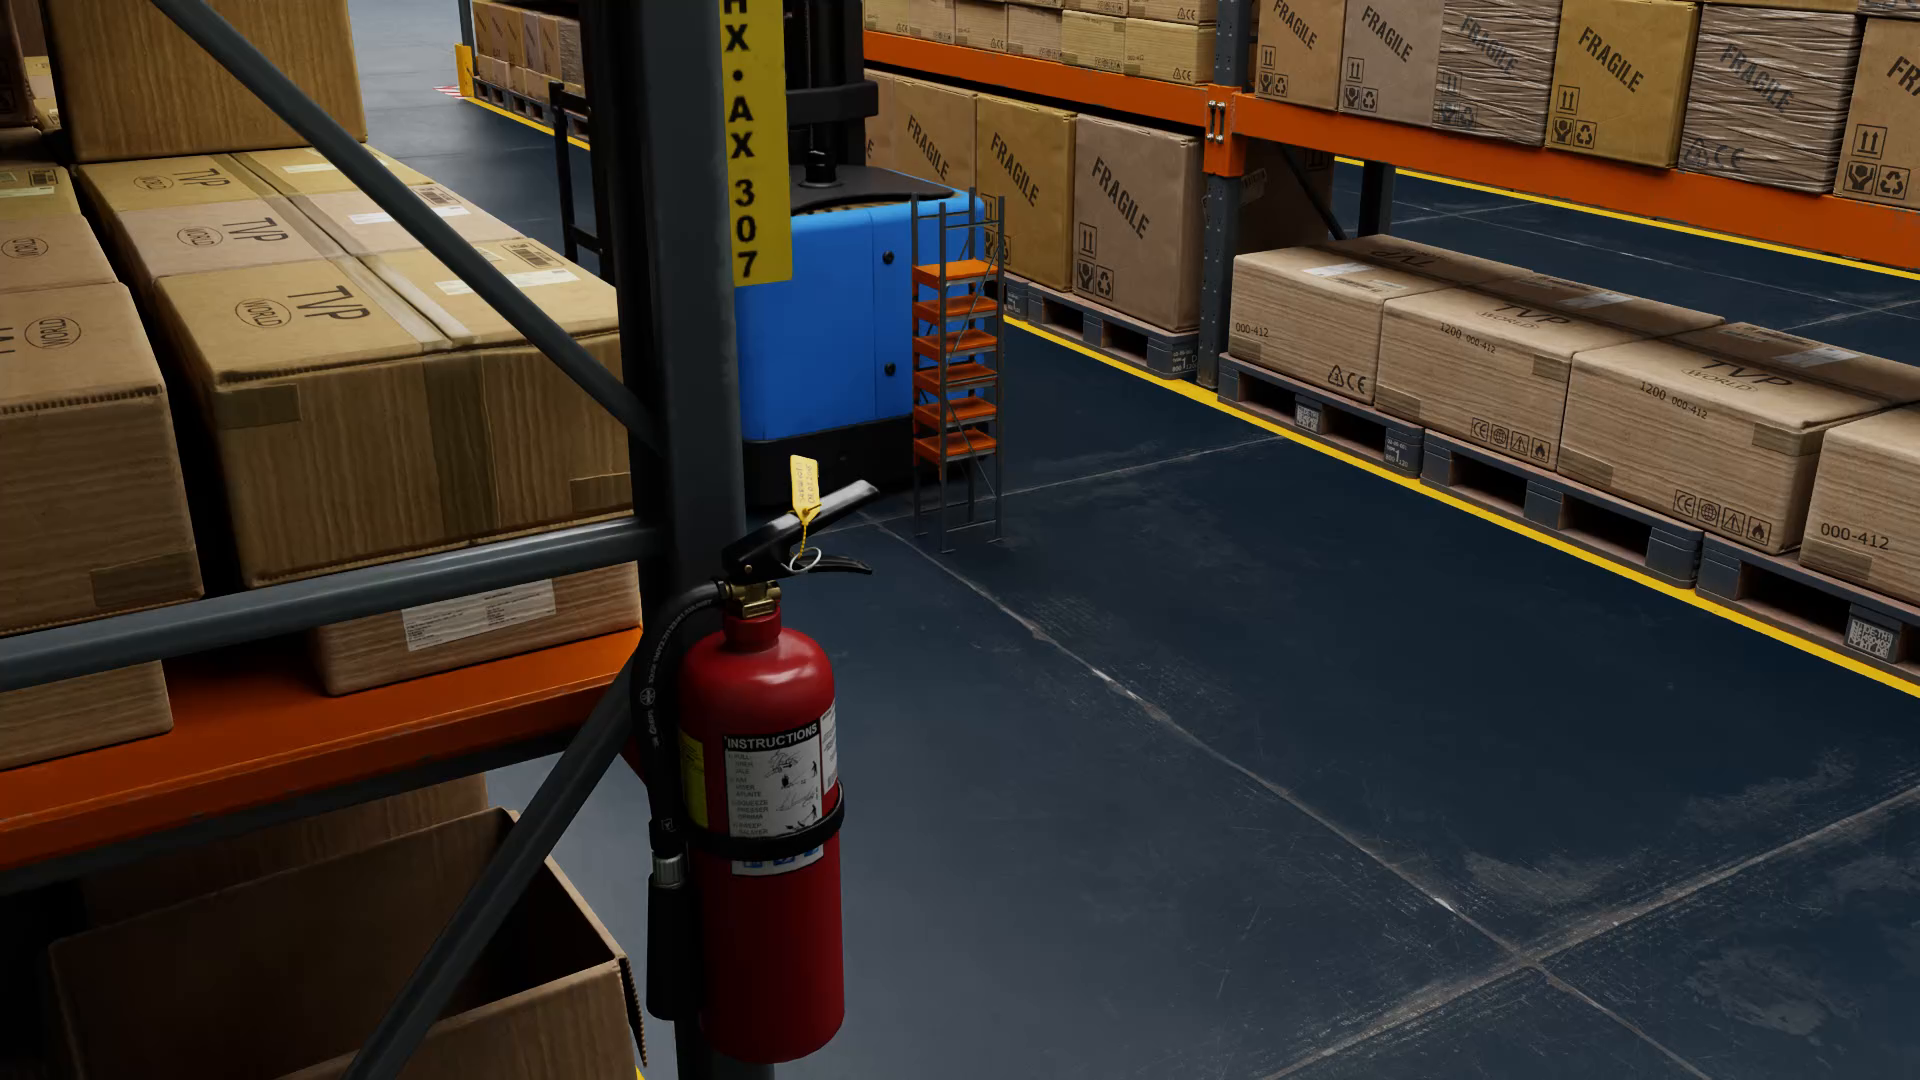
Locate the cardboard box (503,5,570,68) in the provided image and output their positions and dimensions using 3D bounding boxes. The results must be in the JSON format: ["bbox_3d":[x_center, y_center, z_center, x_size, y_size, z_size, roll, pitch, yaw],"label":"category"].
[{"bbox_3d":[-3.893,-4.668,15.412,0.500,0.500,0.500,-12,25,-27],"label":"cardboard box"}]

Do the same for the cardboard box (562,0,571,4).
[{"bbox_3d":[-3.595,-5.226,15.922,0.380,0.149,0.250,-12,25,-27],"label":"cardboard box"}]

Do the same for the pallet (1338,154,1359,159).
[{"bbox_3d":[3.353,-3.428,13.964,1.003,0.211,1.213,-13,25,-28],"label":"pallet"}]

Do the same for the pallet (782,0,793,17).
[{"bbox_3d":[-0.969,-3.586,10.906,1.213,0.211,1.003,-13,25,-28],"label":"pallet"}]

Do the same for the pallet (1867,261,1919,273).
[{"bbox_3d":[6.108,-1.652,9.597,1.003,0.211,1.213,-13,25,-28],"label":"pallet"}]

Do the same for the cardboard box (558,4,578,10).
[{"bbox_3d":[-3.445,-4.781,15.687,0.500,0.500,0.500,-13,26,-29],"label":"cardboard box"}]

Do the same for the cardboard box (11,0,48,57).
[{"bbox_3d":[-2.790,-1.655,5.208,0.700,0.500,0.500,-12,25,-27],"label":"cardboard box"}]

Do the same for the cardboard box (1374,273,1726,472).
[{"bbox_3d":[2.216,-0.664,6.307,0.875,0.438,0.875,-13,26,-30],"label":"cardboard box"}]

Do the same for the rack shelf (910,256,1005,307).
[{"bbox_3d":[-0.007,-0.853,5.478,0.258,0.103,0.180,-13,25,-28],"label":"rack shelf"}]

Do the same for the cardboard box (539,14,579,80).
[{"bbox_3d":[-3.351,-4.332,14.584,0.500,0.500,0.500,-12,25,-27],"label":"cardboard box"}]

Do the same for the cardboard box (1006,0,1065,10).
[{"bbox_3d":[0.564,-2.755,8.141,0.500,0.250,0.500,-12,25,-27],"label":"cardboard box"}]

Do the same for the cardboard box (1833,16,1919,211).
[{"bbox_3d":[2.856,-1.192,4.628,0.500,0.500,0.500,-13,26,-29],"label":"cardboard box"}]

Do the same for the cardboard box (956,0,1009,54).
[{"bbox_3d":[0.316,-2.696,8.659,0.500,0.250,0.500,-13,25,-28],"label":"cardboard box"}]

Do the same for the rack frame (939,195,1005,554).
[{"bbox_3d":[0.039,-0.531,5.524,0.240,1.200,0.006,-13,25,-28],"label":"rack frame"}]

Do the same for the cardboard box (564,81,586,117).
[{"bbox_3d":[-3.089,-3.820,14.320,0.500,0.250,0.500,-11,25,-26],"label":"cardboard box"}]

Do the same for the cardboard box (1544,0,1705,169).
[{"bbox_3d":[2.310,-1.521,5.438,0.500,0.500,0.500,-12,25,-27],"label":"cardboard box"}]

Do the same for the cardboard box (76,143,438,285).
[{"bbox_3d":[-1.212,-0.513,2.894,0.500,0.250,0.500,-13,26,-29],"label":"cardboard box"}]

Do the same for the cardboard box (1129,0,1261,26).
[{"bbox_3d":[1.096,-2.428,7.337,0.500,0.250,0.500,-13,25,-28],"label":"cardboard box"}]

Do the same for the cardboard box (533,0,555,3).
[{"bbox_3d":[-3.966,-5.114,16.507,0.500,0.500,0.500,-12,25,-28],"label":"cardboard box"}]

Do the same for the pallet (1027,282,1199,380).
[{"bbox_3d":[1.071,-1.114,8.271,1.003,0.211,1.213,-13,25,-28],"label":"pallet"}]

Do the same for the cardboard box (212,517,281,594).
[{"bbox_3d":[-0.794,-0.035,2.249,0.380,0.149,0.250,-12,25,-27],"label":"cardboard box"}]

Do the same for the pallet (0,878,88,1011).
[{"bbox_3d":[-1.758,0.696,3.820,1.003,0.211,1.213,-13,25,-28],"label":"pallet"}]

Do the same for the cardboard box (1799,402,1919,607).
[{"bbox_3d":[3.150,-0.077,4.863,0.875,0.438,0.875,-14,26,-30],"label":"cardboard box"}]

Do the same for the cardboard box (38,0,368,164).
[{"bbox_3d":[-1.459,-1.019,3.144,0.500,0.500,0.500,-12,25,-27],"label":"cardboard box"}]

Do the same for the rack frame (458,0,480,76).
[{"bbox_3d":[-4.600,-6.055,16.724,1.000,3.000,0.127,-13,25,-28],"label":"rack frame"}]

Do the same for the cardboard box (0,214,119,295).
[{"bbox_3d":[-1.417,-0.253,2.253,0.500,0.250,0.500,-13,25,-28],"label":"cardboard box"}]

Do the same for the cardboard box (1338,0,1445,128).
[{"bbox_3d":[1.798,-1.850,6.248,0.500,0.500,0.500,-12,25,-28],"label":"cardboard box"}]

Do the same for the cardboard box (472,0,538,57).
[{"bbox_3d":[-4.413,-5.001,16.229,0.500,0.500,0.500,-14,26,-30],"label":"cardboard box"}]

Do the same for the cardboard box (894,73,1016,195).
[{"bbox_3d":[0.220,-2.146,9.372,0.875,0.875,0.875,-12,25,-28],"label":"cardboard box"}]

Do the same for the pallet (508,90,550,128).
[{"bbox_3d":[-3.557,-4.074,15.554,1.003,0.211,1.213,-13,25,-28],"label":"pallet"}]

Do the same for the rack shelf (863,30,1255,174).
[{"bbox_3d":[0.509,-2.484,8.895,1.077,0.370,4.000,-13,25,-28],"label":"rack shelf"}]

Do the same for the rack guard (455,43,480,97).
[{"bbox_3d":[-4.561,-4.872,17.134,1.175,0.500,0.348,-13,25,-28],"label":"rack guard"}]

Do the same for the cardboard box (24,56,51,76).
[{"bbox_3d":[-2.265,-1.164,4.497,0.500,0.250,0.500,-12,25,-27],"label":"cardboard box"}]

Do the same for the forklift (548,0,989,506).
[{"bbox_3d":[-1.094,-1.986,6.805,1.130,2.935,3.031,-13,26,-29],"label":"forklift"}]

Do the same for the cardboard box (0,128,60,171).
[{"bbox_3d":[-1.933,-0.583,3.067,0.500,0.250,0.500,-13,25,-28],"label":"cardboard box"}]

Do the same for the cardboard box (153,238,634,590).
[{"bbox_3d":[-0.692,-0.186,2.090,0.500,0.250,0.500,-12,25,-28],"label":"cardboard box"}]

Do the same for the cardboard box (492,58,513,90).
[{"bbox_3d":[-4.171,-4.494,15.979,0.500,0.250,0.500,-12,25,-26],"label":"cardboard box"}]

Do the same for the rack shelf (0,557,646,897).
[{"bbox_3d":[-1.714,-0.233,3.358,1.077,0.370,4.000,-13,25,-28],"label":"rack shelf"}]

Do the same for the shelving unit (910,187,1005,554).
[{"bbox_3d":[-0.007,-0.561,5.597,0.258,1.200,0.189,-13,25,-28],"label":"shelving unit"}]

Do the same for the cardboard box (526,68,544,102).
[{"bbox_3d":[-3.626,-4.156,15.147,0.500,0.250,0.500,-12,25,-27],"label":"cardboard box"}]

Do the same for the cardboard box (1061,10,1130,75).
[{"bbox_3d":[0.825,-2.362,7.839,0.500,0.250,0.500,-13,25,-29],"label":"cardboard box"}]

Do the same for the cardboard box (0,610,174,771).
[{"bbox_3d":[-1.092,0.141,1.813,0.380,0.149,0.250,-13,25,-29],"label":"cardboard box"}]

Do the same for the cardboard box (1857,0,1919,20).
[{"bbox_3d":[2.830,-1.659,4.448,0.500,0.500,0.500,-13,25,-28],"label":"cardboard box"}]

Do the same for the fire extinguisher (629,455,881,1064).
[{"bbox_3d":[-0.219,0.248,1.816,0.296,0.674,0.183,-13,25,-28],"label":"fire extinguisher"}]

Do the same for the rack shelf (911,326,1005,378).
[{"bbox_3d":[-0.007,-0.631,5.569,0.258,0.103,0.180,-13,25,-28],"label":"rack shelf"}]

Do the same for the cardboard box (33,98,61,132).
[{"bbox_3d":[-1.753,-0.841,3.702,0.500,0.250,0.500,-13,25,-29],"label":"cardboard box"}]

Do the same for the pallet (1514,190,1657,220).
[{"bbox_3d":[4.708,-2.510,11.707,1.003,0.211,1.213,-13,25,-28],"label":"pallet"}]

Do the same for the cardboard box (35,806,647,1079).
[{"bbox_3d":[-0.923,0.826,2.552,0.797,0.503,0.637,-14,26,-30],"label":"cardboard box"}]

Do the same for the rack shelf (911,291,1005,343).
[{"bbox_3d":[-0.007,-0.742,5.523,0.258,0.103,0.180,-13,25,-28],"label":"rack shelf"}]

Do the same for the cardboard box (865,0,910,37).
[{"bbox_3d":[-0.202,-3.026,9.471,0.500,0.250,0.500,-13,26,-30],"label":"cardboard box"}]

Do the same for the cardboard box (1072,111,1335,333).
[{"bbox_3d":[1.145,-1.566,7.944,0.875,0.875,0.875,-12,25,-27],"label":"cardboard box"}]

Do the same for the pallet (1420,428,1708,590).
[{"bbox_3d":[2.479,-0.222,6.077,1.003,0.211,1.213,-13,25,-28],"label":"pallet"}]

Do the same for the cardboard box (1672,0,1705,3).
[{"bbox_3d":[2.325,-1.982,5.244,0.500,0.500,0.500,-13,25,-29],"label":"cardboard box"}]
